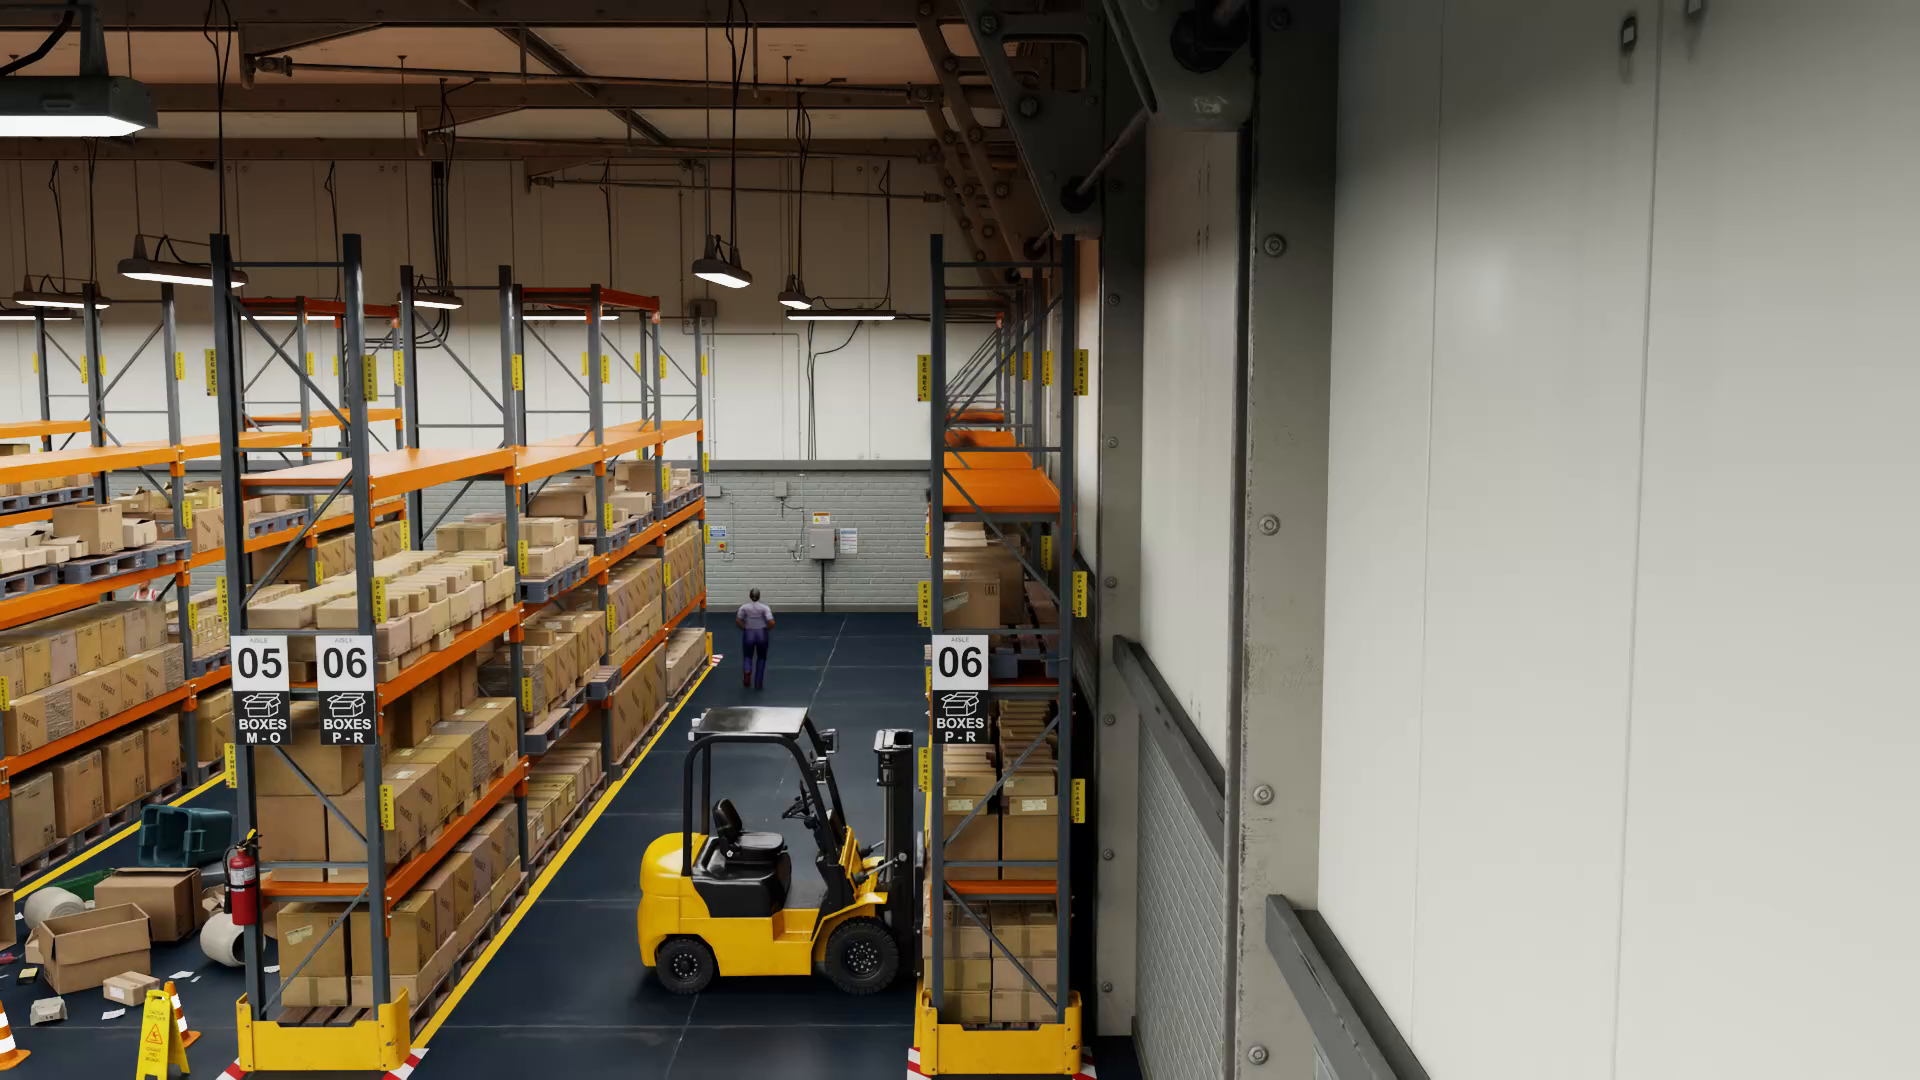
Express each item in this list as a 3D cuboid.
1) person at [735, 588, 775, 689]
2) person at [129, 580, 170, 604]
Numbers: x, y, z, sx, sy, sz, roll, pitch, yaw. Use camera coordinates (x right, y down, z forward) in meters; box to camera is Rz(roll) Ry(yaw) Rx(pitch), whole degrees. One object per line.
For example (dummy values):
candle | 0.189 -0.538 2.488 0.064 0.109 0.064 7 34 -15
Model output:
person | -3.167 1.530 25.771 0.605 1.594 0.559 0 6 -2
person | -12.908 1.393 26.488 0.685 1.727 0.645 -1 6 -7
